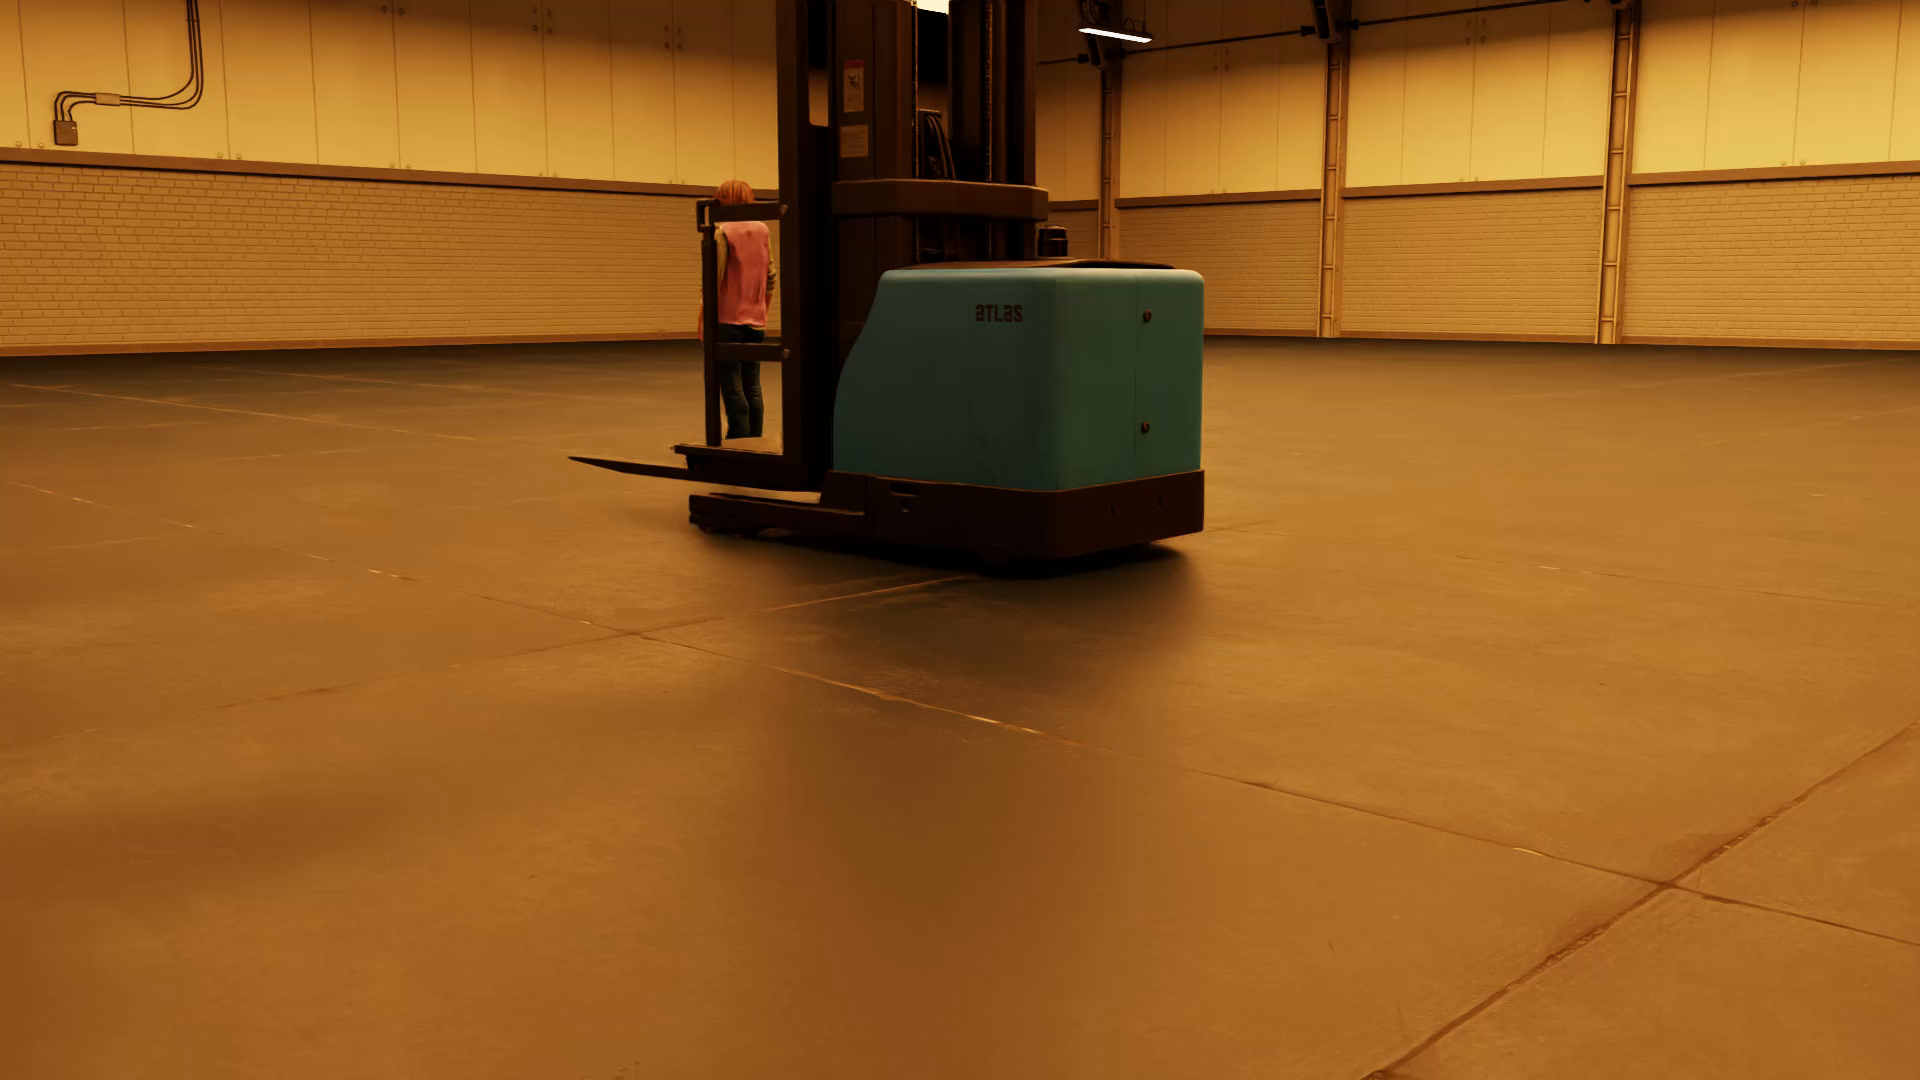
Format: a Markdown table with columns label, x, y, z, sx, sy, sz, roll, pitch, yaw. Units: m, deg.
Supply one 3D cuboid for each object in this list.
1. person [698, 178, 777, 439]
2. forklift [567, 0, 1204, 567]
| label | x | y | z | sx | sy | sz | roll | pitch | yaw |
| --- | --- | --- | --- | --- | --- | --- | --- | --- | --- |
| person | -1.296 | -1.212 | 9.359 | 0.473 | 1.598 | 0.518 | 8 | 12 | 43 |
| forklift | -0.493 | -1.510 | 6.902 | 3.031 | 2.935 | 1.130 | 7 | 11 | 41 |
